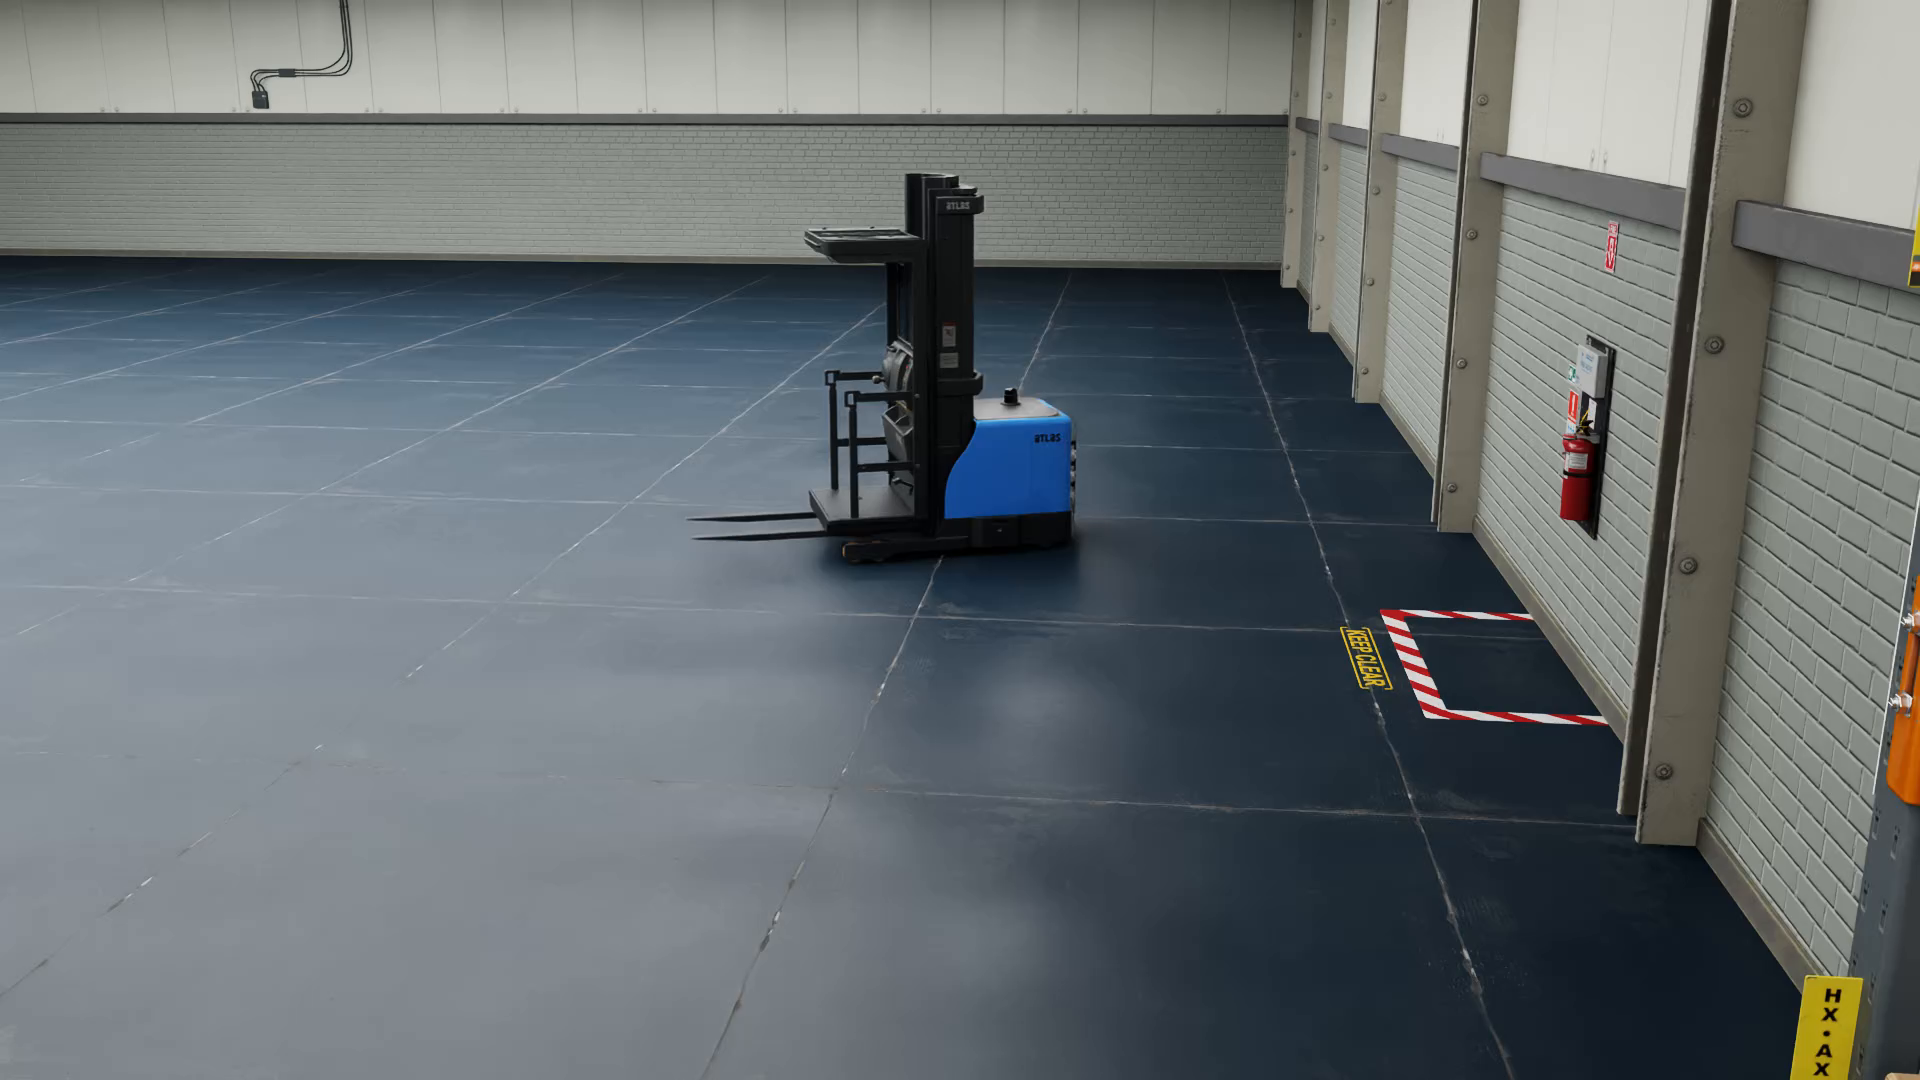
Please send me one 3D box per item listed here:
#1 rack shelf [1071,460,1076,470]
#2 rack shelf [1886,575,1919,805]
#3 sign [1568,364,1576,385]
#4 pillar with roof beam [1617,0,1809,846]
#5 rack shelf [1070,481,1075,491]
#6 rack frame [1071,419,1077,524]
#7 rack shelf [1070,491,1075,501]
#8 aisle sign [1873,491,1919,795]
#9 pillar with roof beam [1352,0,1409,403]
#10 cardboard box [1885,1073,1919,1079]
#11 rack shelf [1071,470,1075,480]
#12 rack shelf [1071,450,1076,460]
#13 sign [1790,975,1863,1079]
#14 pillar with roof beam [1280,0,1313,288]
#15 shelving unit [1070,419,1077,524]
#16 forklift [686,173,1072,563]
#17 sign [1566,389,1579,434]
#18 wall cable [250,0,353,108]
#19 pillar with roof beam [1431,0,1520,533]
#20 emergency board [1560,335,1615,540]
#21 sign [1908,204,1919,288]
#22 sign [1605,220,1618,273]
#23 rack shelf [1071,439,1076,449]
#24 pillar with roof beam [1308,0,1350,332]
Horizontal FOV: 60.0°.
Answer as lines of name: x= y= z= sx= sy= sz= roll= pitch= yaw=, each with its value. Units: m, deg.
rack shelf: x=0.839 y=-0.650 z=14.124 sx=0.200 sy=0.077 sz=0.258 roll=-5 pitch=16 yaw=-20
rack shelf: x=1.819 y=0.760 z=0.736 sx=1.077 sy=0.370 sz=4.000 roll=2 pitch=15 yaw=6
sign: x=3.974 y=-1.059 z=10.750 sx=0.001 sy=0.109 sz=0.331 roll=2 pitch=15 yaw=6
pillar with roof beam: x=-0.775 y=-3.030 z=7.627 sx=9.100 sy=9.000 sz=0.400 roll=2 pitch=15 yaw=6
rack shelf: x=0.838 y=-0.476 z=14.171 sx=0.200 sy=0.077 sz=0.258 roll=-5 pitch=16 yaw=-20
rack frame: x=0.934 y=-0.604 z=14.173 sx=0.006 sy=0.900 sz=0.240 roll=-5 pitch=16 yaw=-20
rack shelf: x=0.838 y=-0.389 z=14.195 sx=0.200 sy=0.077 sz=0.258 roll=-5 pitch=16 yaw=-20
aisle sign: x=1.755 y=0.060 z=2.715 sx=0.394 sy=0.787 sz=0.004 roll=2 pitch=15 yaw=6
pillar with roof beam: x=0.579 y=-6.142 z=19.137 sx=9.100 sy=9.000 sz=0.400 roll=2 pitch=15 yaw=6
cardboard box: x=1.692 y=1.158 z=2.446 sx=0.500 sy=0.500 sz=0.500 roll=2 pitch=15 yaw=6
rack shelf: x=0.839 y=-0.563 z=14.148 sx=0.200 sy=0.077 sz=0.258 roll=-5 pitch=16 yaw=-20
rack shelf: x=0.839 y=-0.737 z=14.101 sx=0.200 sy=0.077 sz=0.258 roll=-5 pitch=16 yaw=-20
sign: x=1.505 y=0.908 z=2.898 sx=0.100 sy=0.325 sz=0.005 roll=2 pitch=15 yaw=6
pillar with roof beam: x=1.933 y=-9.254 z=30.647 sx=9.100 sy=9.000 sz=0.400 roll=2 pitch=15 yaw=6
shelving unit: x=0.839 y=-0.595 z=14.139 sx=0.210 sy=0.900 sz=0.258 roll=-5 pitch=16 yaw=-20
forklift: x=-0.674 y=-1.385 z=13.169 sx=3.031 sy=2.935 sz=1.130 roll=-3 pitch=16 yaw=-13
sign: x=3.984 y=-0.804 z=10.822 sx=0.001 sy=0.329 sz=0.234 roll=2 pitch=15 yaw=6
wall cable: x=-14.011 y=-12.139 z=34.798 sx=2.305 sy=6.003 sz=0.169 roll=2 pitch=15 yaw=6
pillar with roof beam: x=-0.098 y=-4.586 z=13.382 sx=9.100 sy=9.000 sz=0.400 roll=2 pitch=15 yaw=6
emergency board: x=3.819 y=-0.647 z=10.308 sx=0.194 sy=1.169 sz=0.643 roll=2 pitch=15 yaw=6
sign: x=1.505 y=-0.544 z=2.506 sx=0.100 sy=0.325 sz=0.005 roll=2 pitch=15 yaw=6
sign: x=3.919 y=-1.765 z=10.002 sx=0.001 sy=0.298 sz=0.199 roll=2 pitch=15 yaw=6
rack shelf: x=0.839 y=-0.824 z=14.077 sx=0.200 sy=0.077 sz=0.258 roll=-5 pitch=16 yaw=-20
pillar with roof beam: x=1.256 y=-7.698 z=24.892 sx=9.100 sy=9.000 sz=0.400 roll=2 pitch=15 yaw=6
